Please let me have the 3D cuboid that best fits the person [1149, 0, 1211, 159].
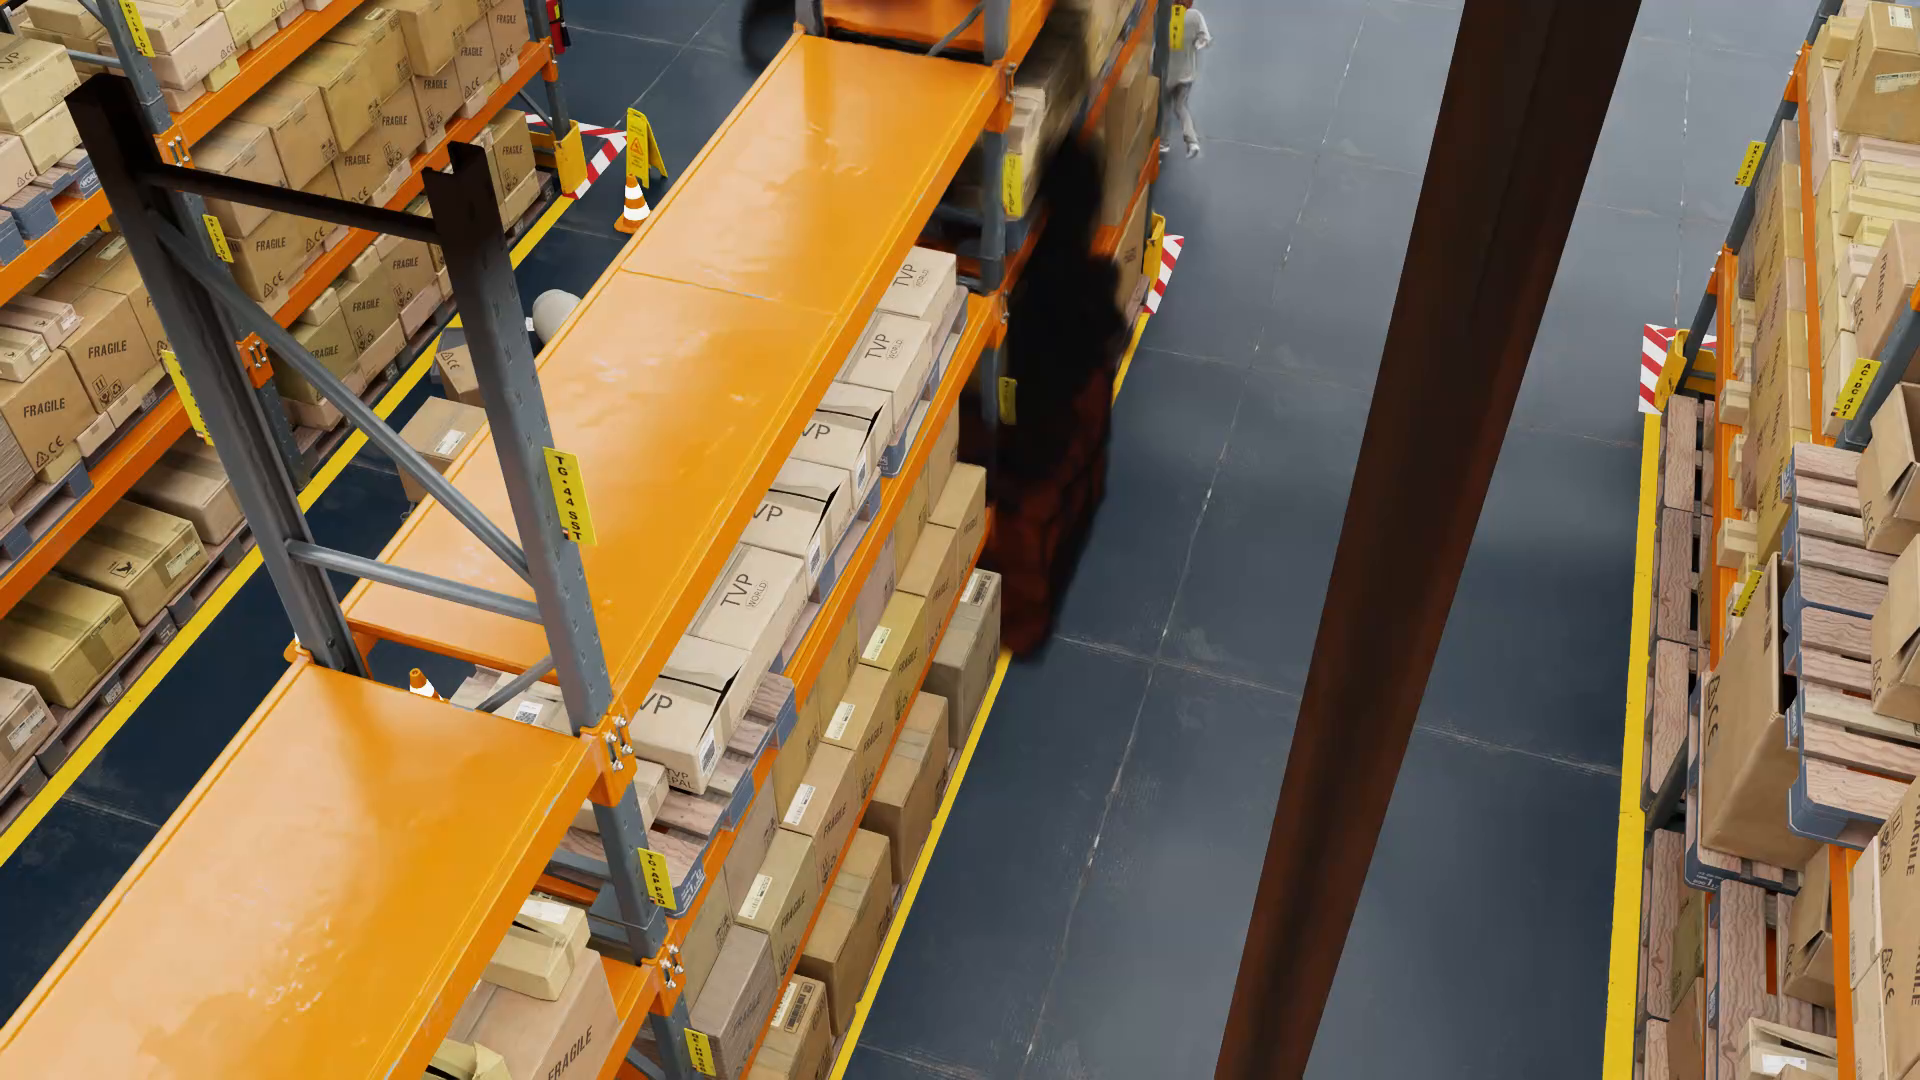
[{"bbox_3d":[1.796,-3.838,13.792,0.566,1.592,0.682,-14,47,-13],"label":"person"}]
